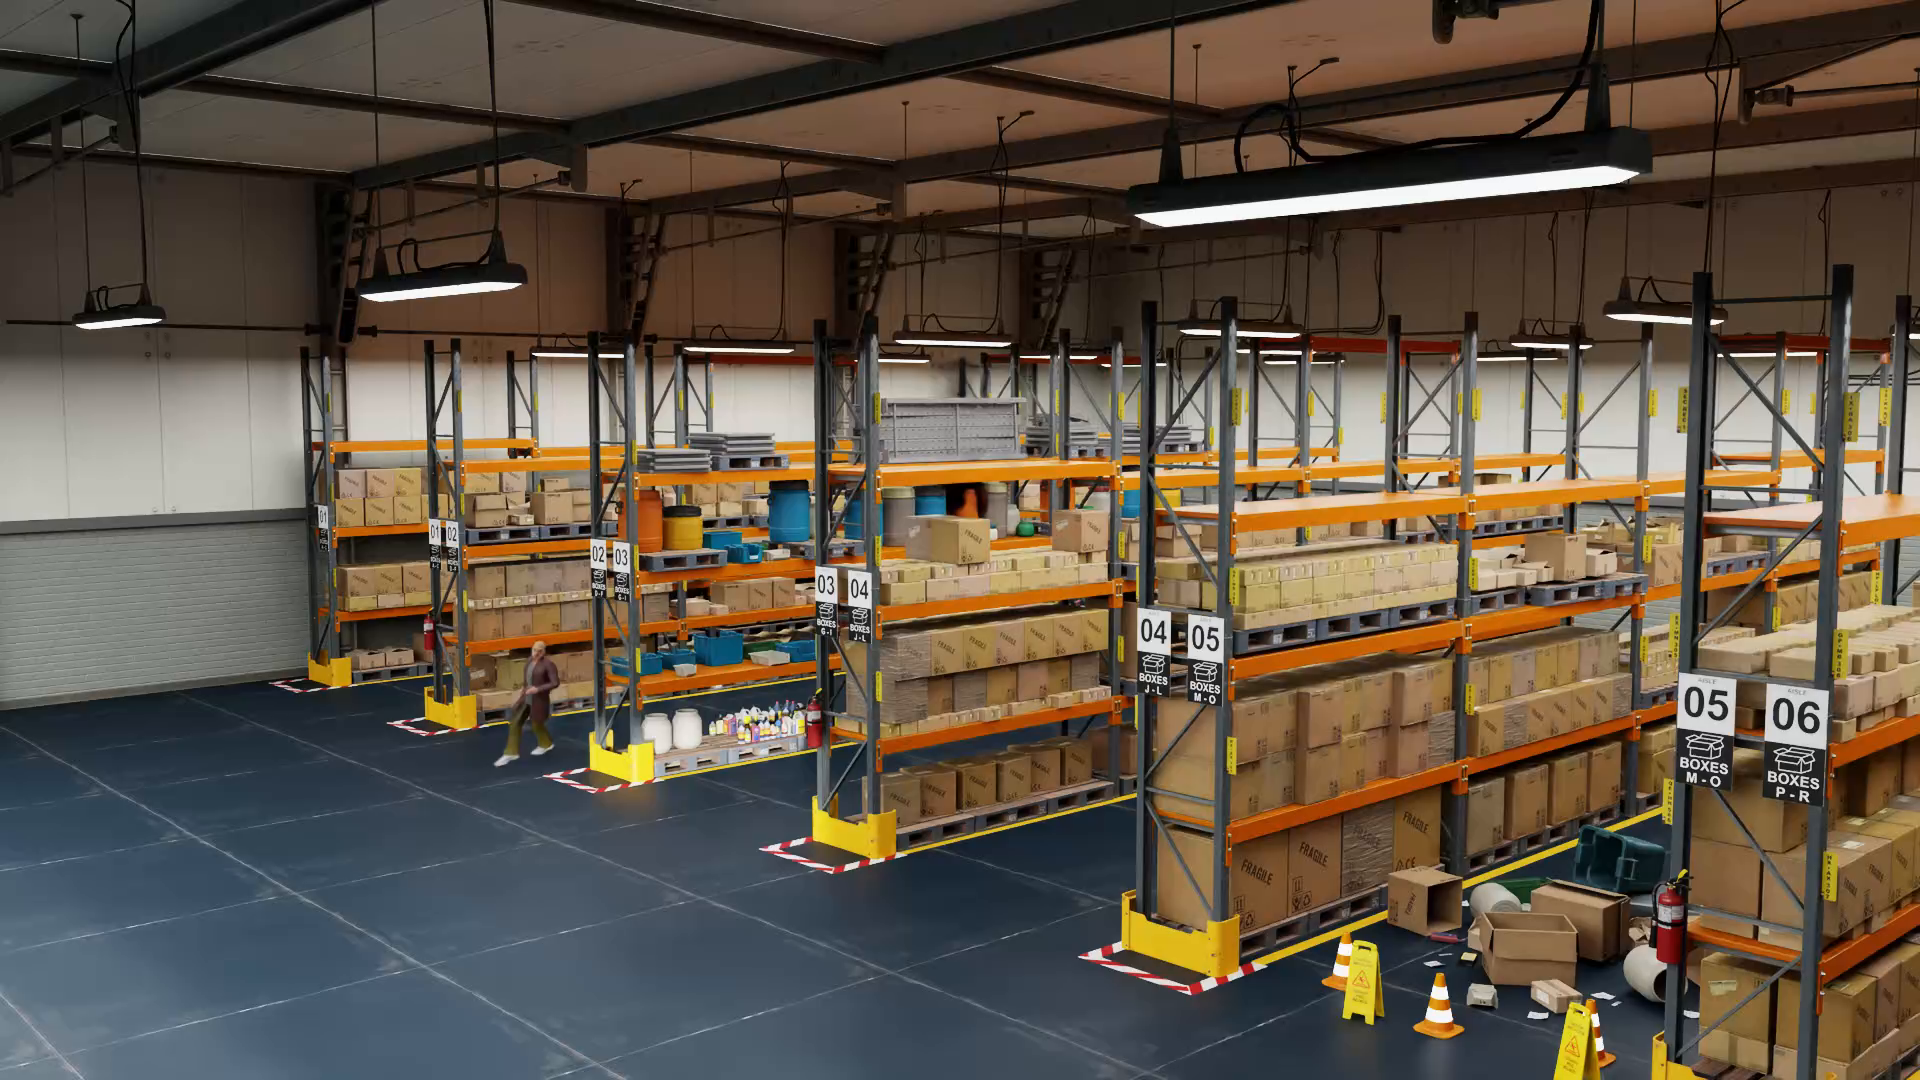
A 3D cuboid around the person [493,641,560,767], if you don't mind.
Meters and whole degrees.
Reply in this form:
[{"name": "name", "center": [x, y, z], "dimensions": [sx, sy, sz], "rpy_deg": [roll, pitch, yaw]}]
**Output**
[{"name": "person", "center": [-5.908, 2.259, 23.254], "dimensions": [0.865, 1.750, 0.932], "rpy_deg": [2, 6, 26]}]
